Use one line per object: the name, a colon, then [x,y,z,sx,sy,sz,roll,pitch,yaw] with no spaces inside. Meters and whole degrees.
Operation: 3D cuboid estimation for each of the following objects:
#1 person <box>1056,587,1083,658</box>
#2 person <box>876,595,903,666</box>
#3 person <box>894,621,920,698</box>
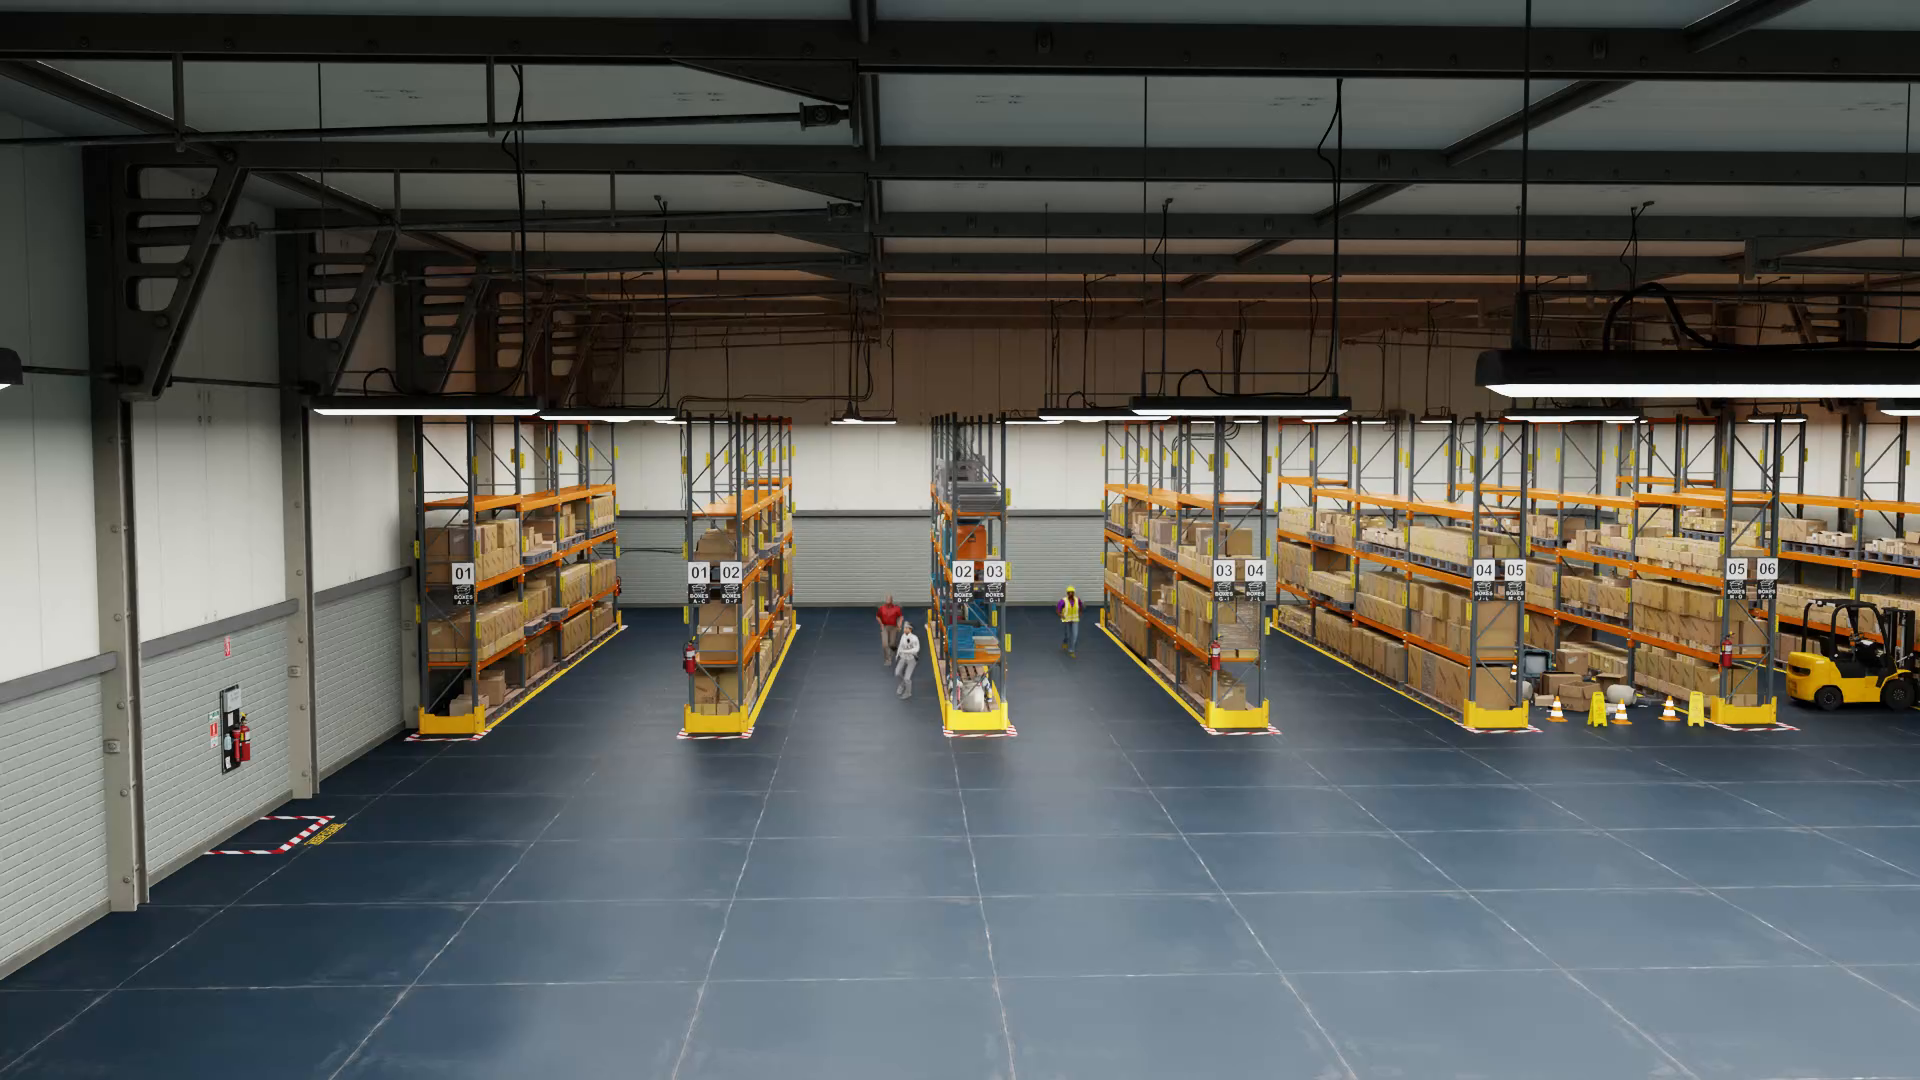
person: [2.760,2.043,41.591,0.709,1.765,0.824,-1,4,-11]
person: [-1.706,2.164,40.021,0.665,1.674,0.536,0,4,3]
person: [-1.125,2.527,35.018,0.687,1.654,0.580,2,4,27]
